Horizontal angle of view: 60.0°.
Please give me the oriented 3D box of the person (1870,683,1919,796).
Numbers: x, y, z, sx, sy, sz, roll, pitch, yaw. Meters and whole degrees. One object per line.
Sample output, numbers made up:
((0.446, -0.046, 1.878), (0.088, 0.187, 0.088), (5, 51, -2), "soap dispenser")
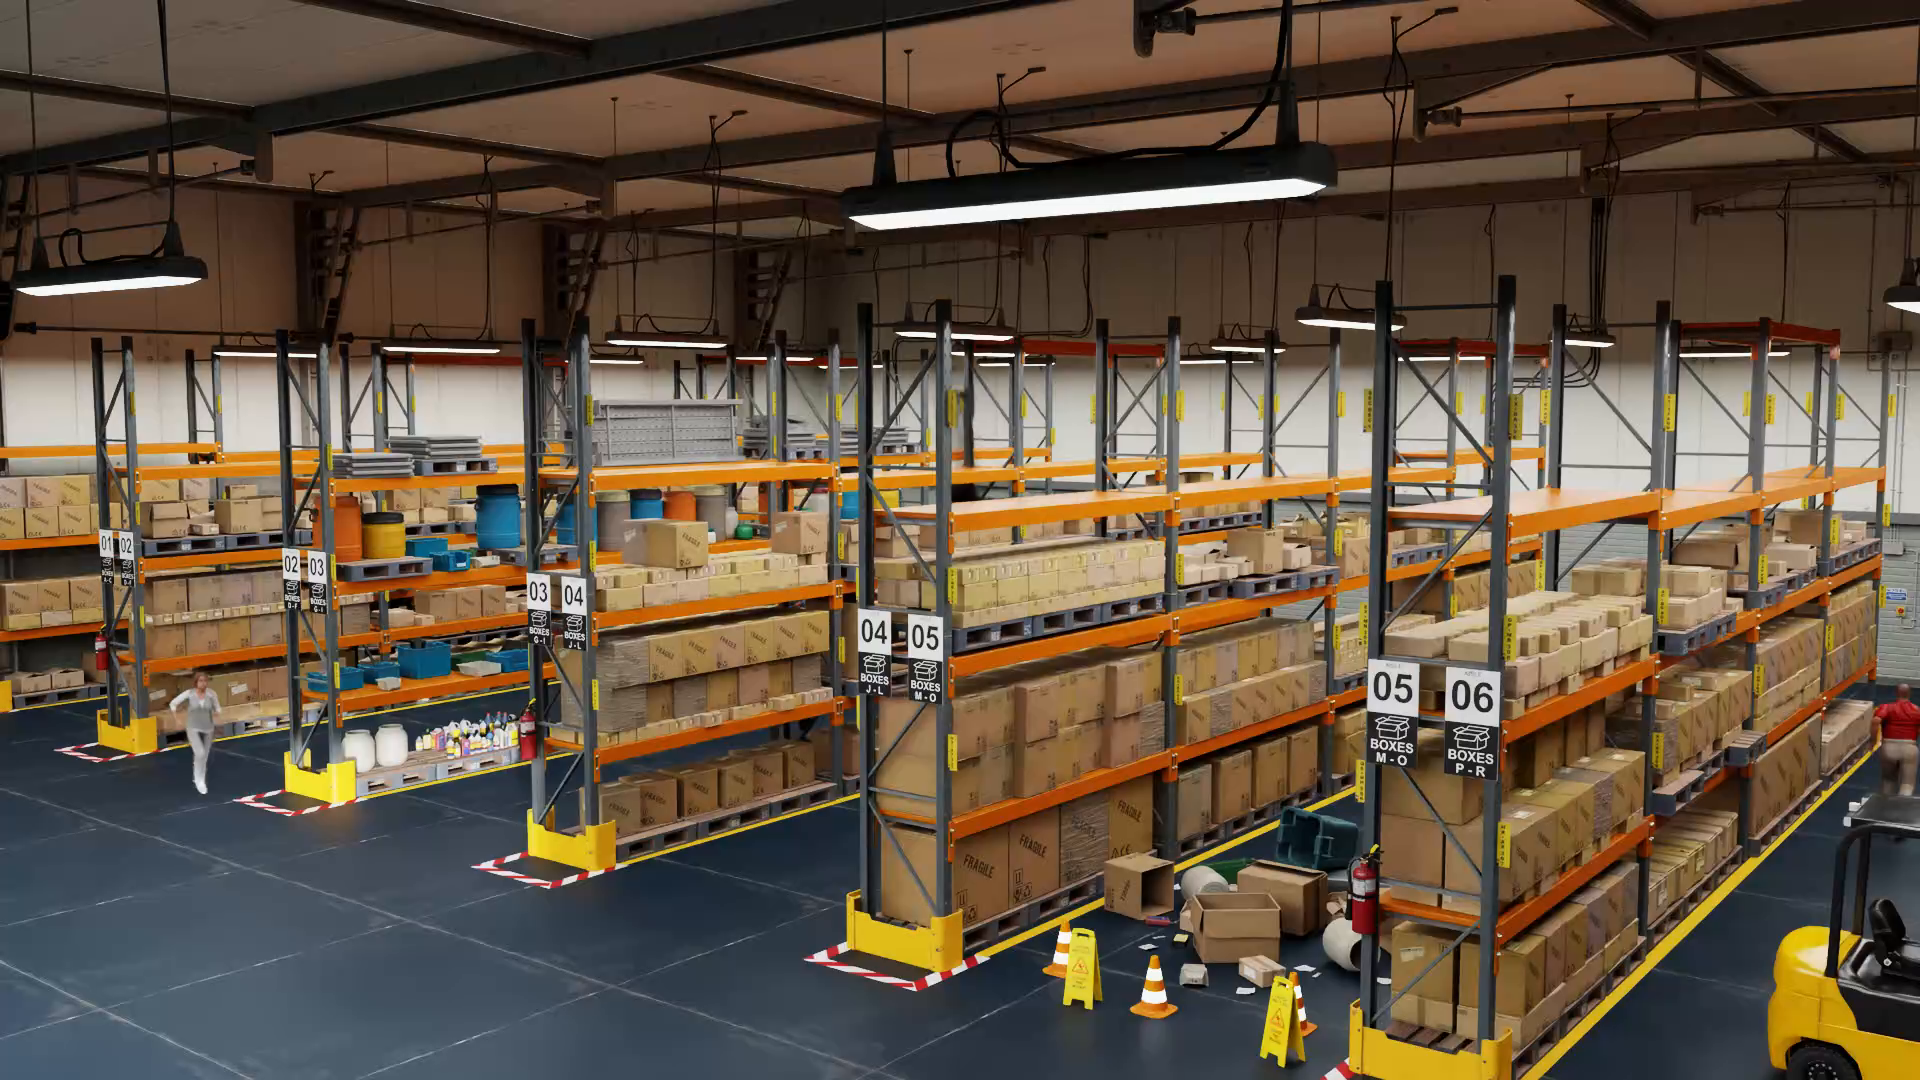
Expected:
((11.132, 2.578, 19.693), (0.641, 1.768, 0.915), (3, 6, 31), "person")

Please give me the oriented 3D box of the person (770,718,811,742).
((-2.532, 2.218, 24.515), (0.752, 1.744, 1.055), (3, 6, 30), "person")

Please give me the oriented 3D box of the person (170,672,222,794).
((-9.876, 2.510, 21.565), (0.569, 1.563, 0.798), (-4, 6, -40), "person")
